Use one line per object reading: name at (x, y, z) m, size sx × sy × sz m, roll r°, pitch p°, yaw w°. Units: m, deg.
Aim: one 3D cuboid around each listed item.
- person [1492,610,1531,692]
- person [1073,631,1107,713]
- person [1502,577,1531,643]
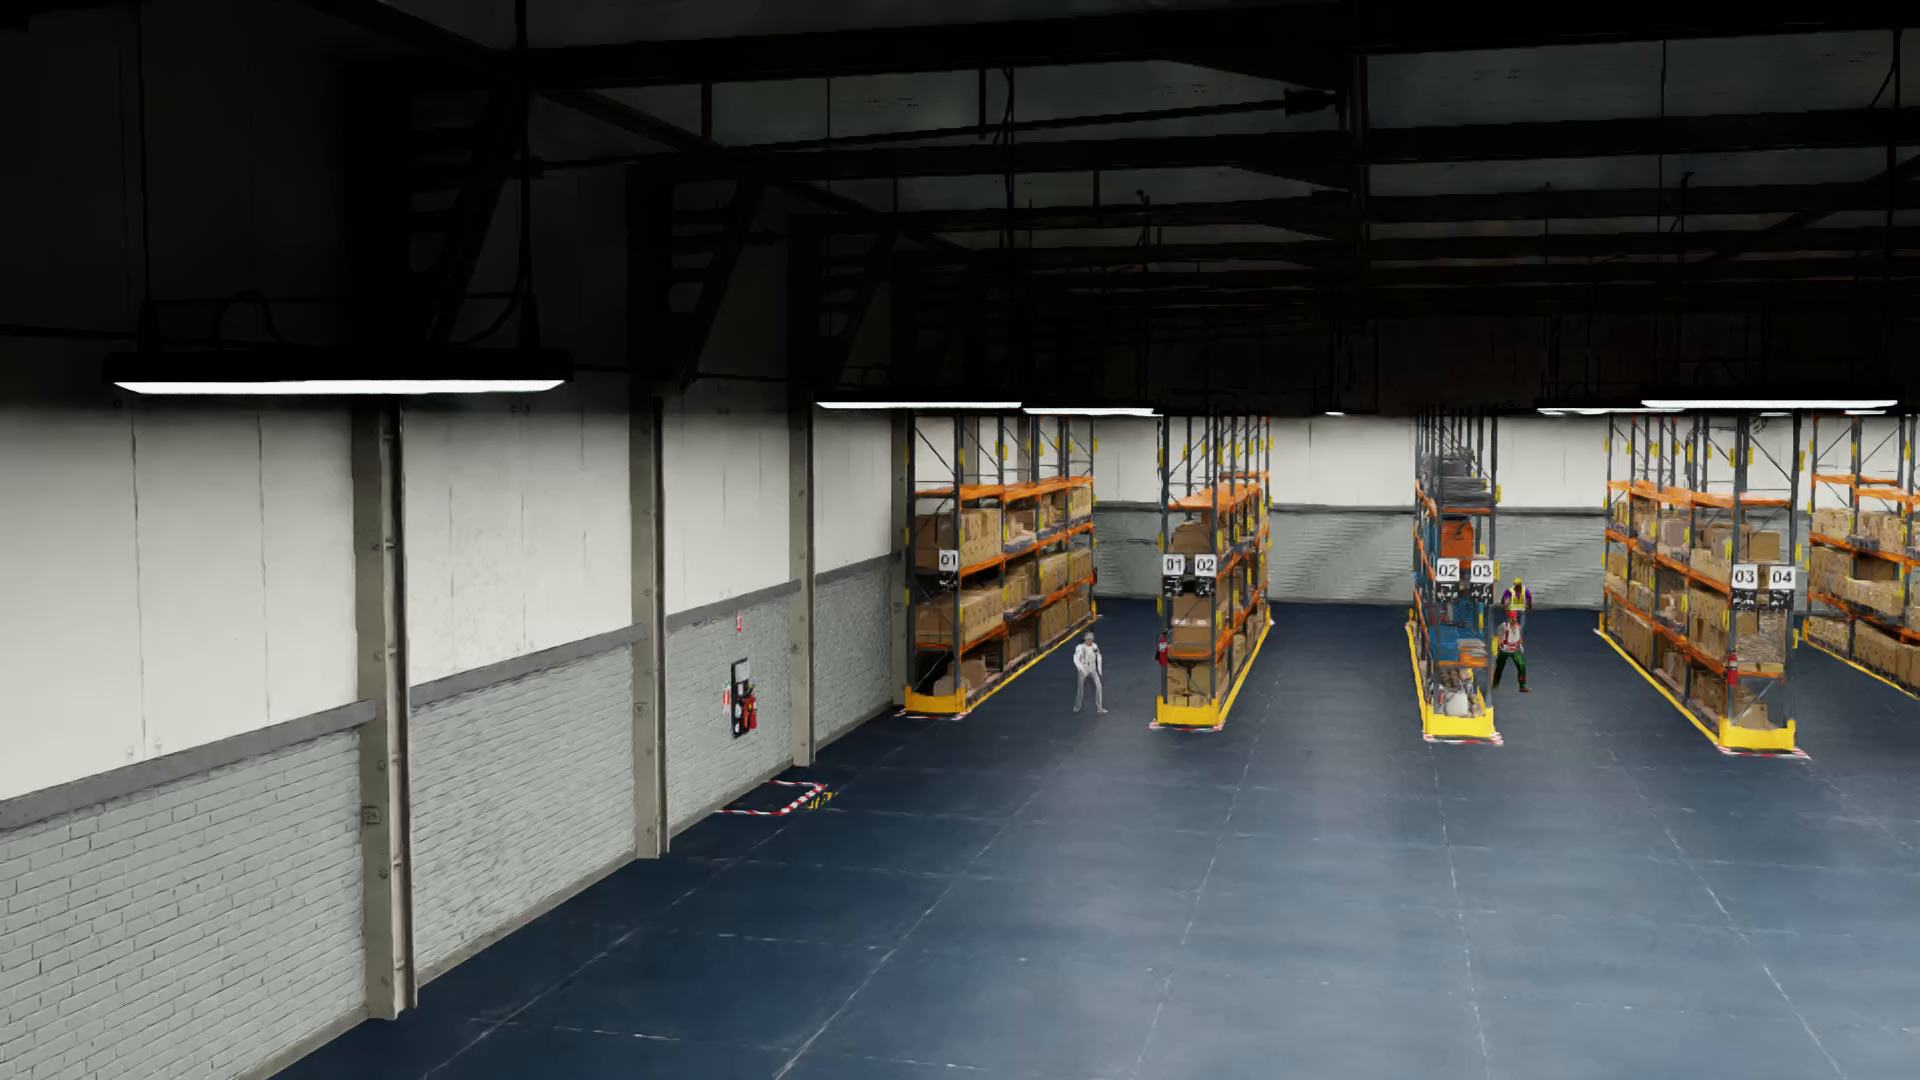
person at (11.558, 2.310, 34.943) m, size 0.675 × 1.720 × 0.842 m, roll 0°, pitch 4°, yaw -3°
person at (2.497, 2.557, 32.377) m, size 0.640 × 1.613 × 0.765 m, roll 0°, pitch 4°, yaw -6°
person at (14.165, 1.794, 42.323) m, size 0.719 × 1.714 × 0.578 m, roll 1°, pitch 4°, yaw 12°
